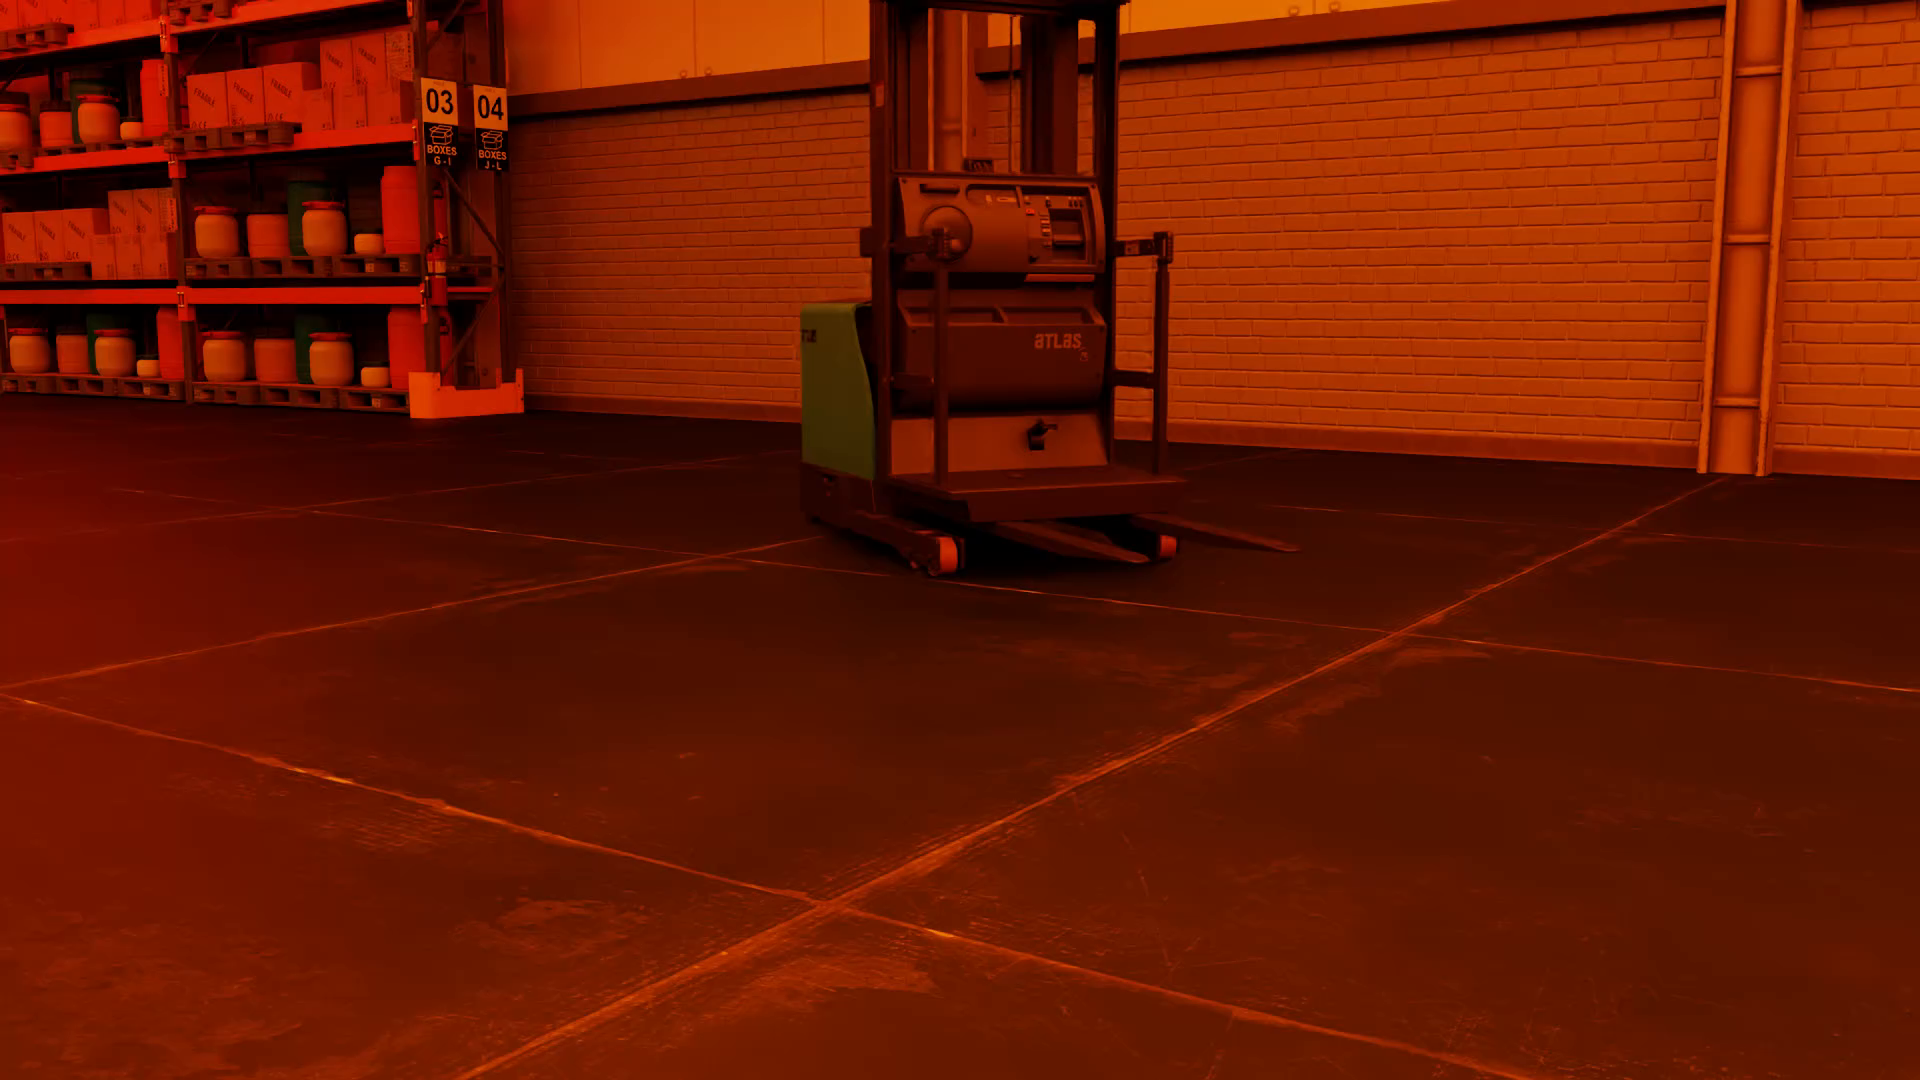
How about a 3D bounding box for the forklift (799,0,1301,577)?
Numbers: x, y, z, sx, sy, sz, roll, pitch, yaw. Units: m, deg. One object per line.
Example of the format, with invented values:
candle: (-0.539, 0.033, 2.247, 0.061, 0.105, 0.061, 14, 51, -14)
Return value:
forklift: (0.271, -1.371, 6.837, 1.130, 2.935, 3.031, -4, 9, -24)
